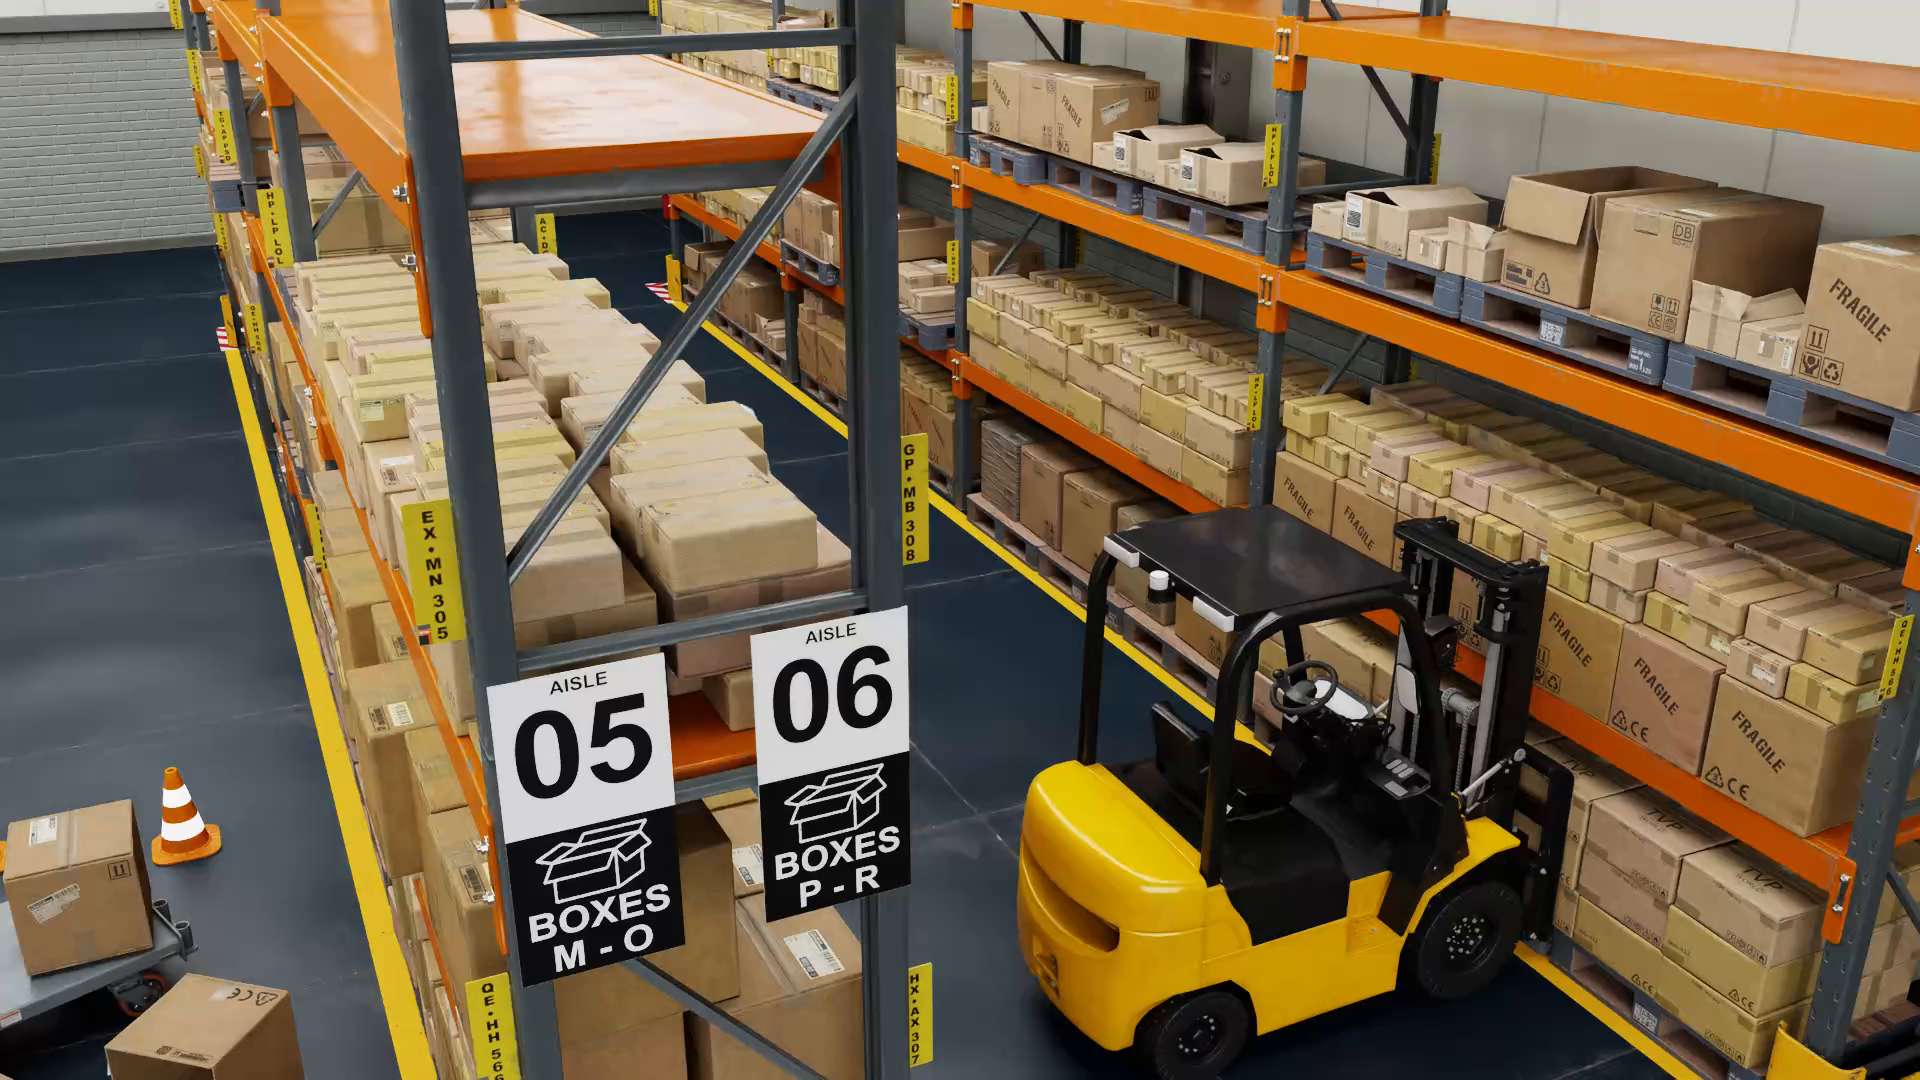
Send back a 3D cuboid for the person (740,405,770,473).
[{"bbox_3d":[-1.403,0.000,10.541,0.368,1.766,0.562,-10,24,-23],"label":"person"}]
